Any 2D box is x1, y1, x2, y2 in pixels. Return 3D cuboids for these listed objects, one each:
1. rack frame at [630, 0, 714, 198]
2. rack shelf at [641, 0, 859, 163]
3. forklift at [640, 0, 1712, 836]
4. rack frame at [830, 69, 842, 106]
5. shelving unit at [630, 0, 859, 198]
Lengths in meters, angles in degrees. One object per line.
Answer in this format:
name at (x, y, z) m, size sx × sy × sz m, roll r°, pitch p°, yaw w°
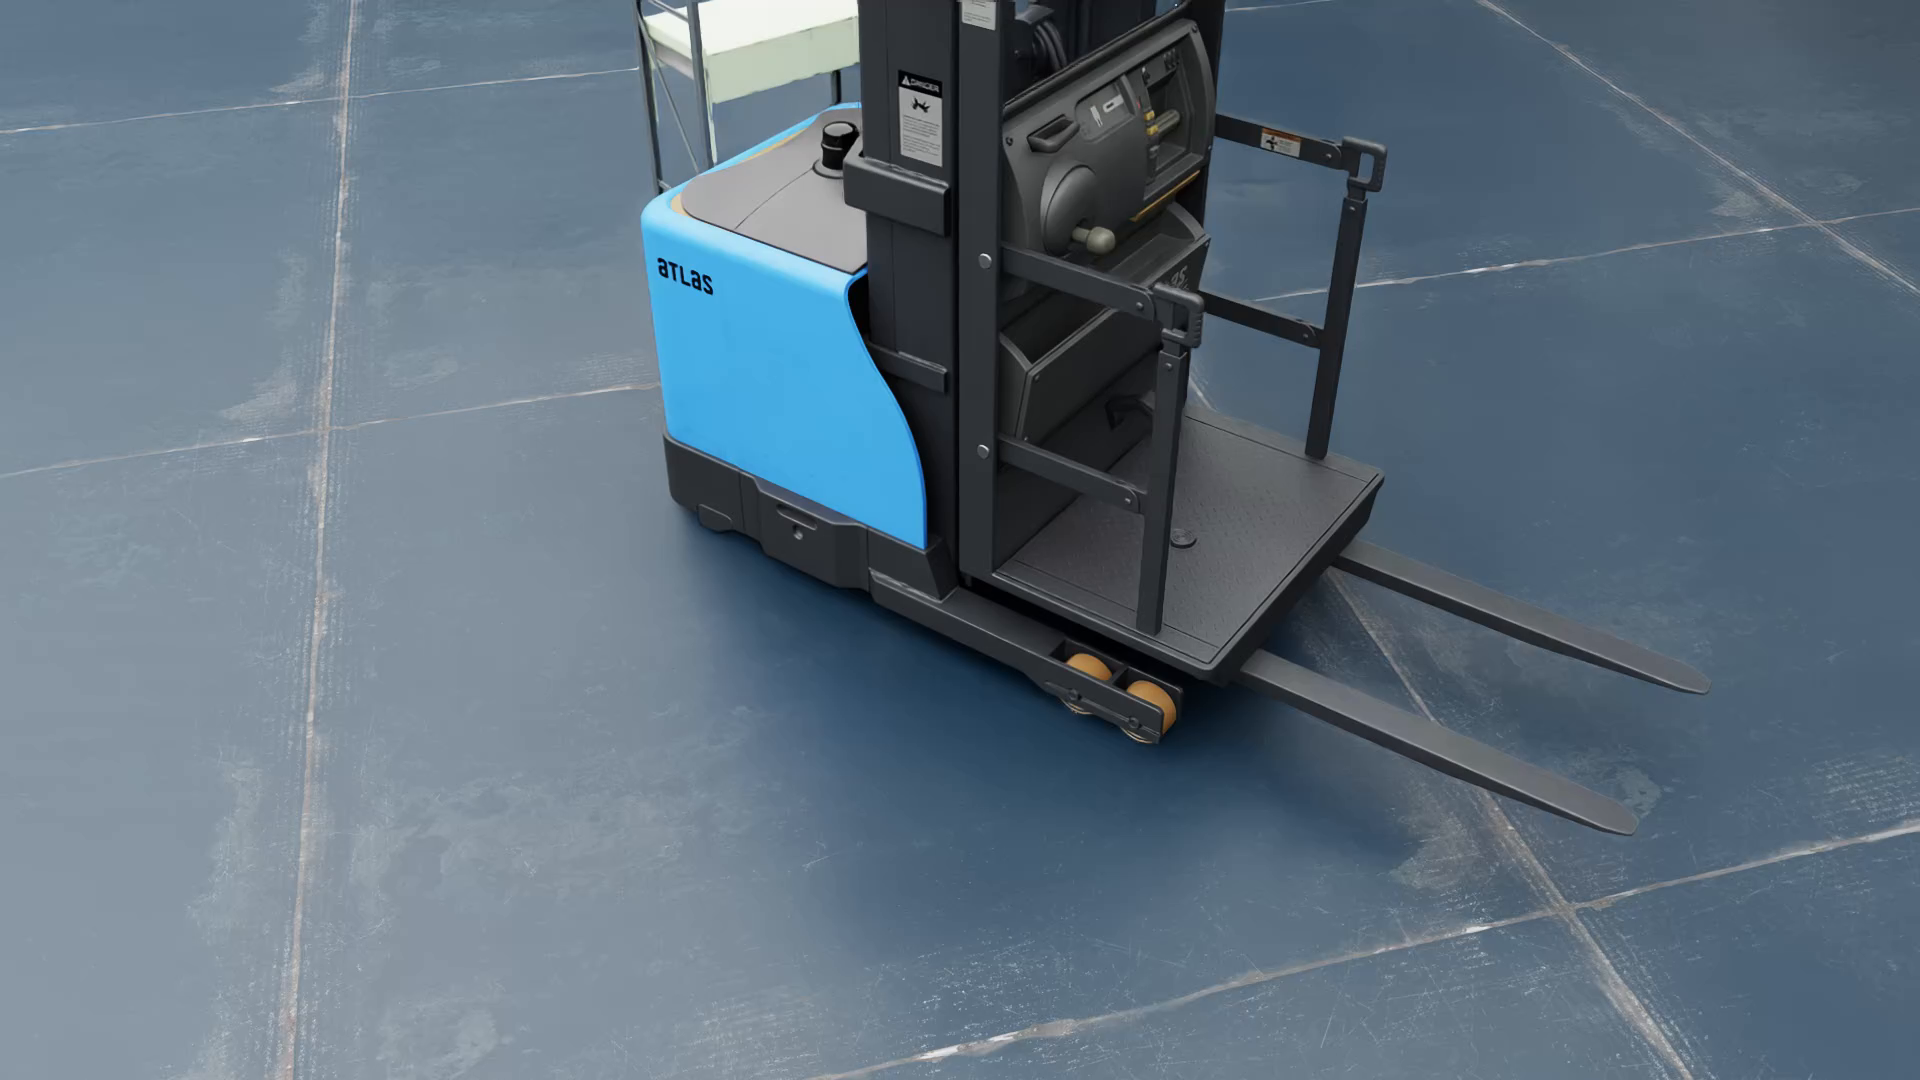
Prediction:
rack frame at (-0.903, -1.114, 5.470) m, size 0.023 × 1.500 × 0.400 m, roll -25°, pitch 44°, yaw -29°
rack shelf at (-0.615, -1.561, 5.412) m, size 0.720 × 0.370 × 0.431 m, roll -25°, pitch 44°, yaw -29°
forklift at (0.564, -0.982, 4.121) m, size 3.031 × 2.935 × 1.130 m, roll 23°, pitch 43°, yaw 27°
rack frame at (-0.324, -1.387, 5.826) m, size 0.023 × 1.500 × 0.400 m, roll -25°, pitch 44°, yaw -29°
shelving unit at (-0.613, -1.250, 5.648) m, size 0.755 × 1.500 × 0.431 m, roll -25°, pitch 44°, yaw -29°
